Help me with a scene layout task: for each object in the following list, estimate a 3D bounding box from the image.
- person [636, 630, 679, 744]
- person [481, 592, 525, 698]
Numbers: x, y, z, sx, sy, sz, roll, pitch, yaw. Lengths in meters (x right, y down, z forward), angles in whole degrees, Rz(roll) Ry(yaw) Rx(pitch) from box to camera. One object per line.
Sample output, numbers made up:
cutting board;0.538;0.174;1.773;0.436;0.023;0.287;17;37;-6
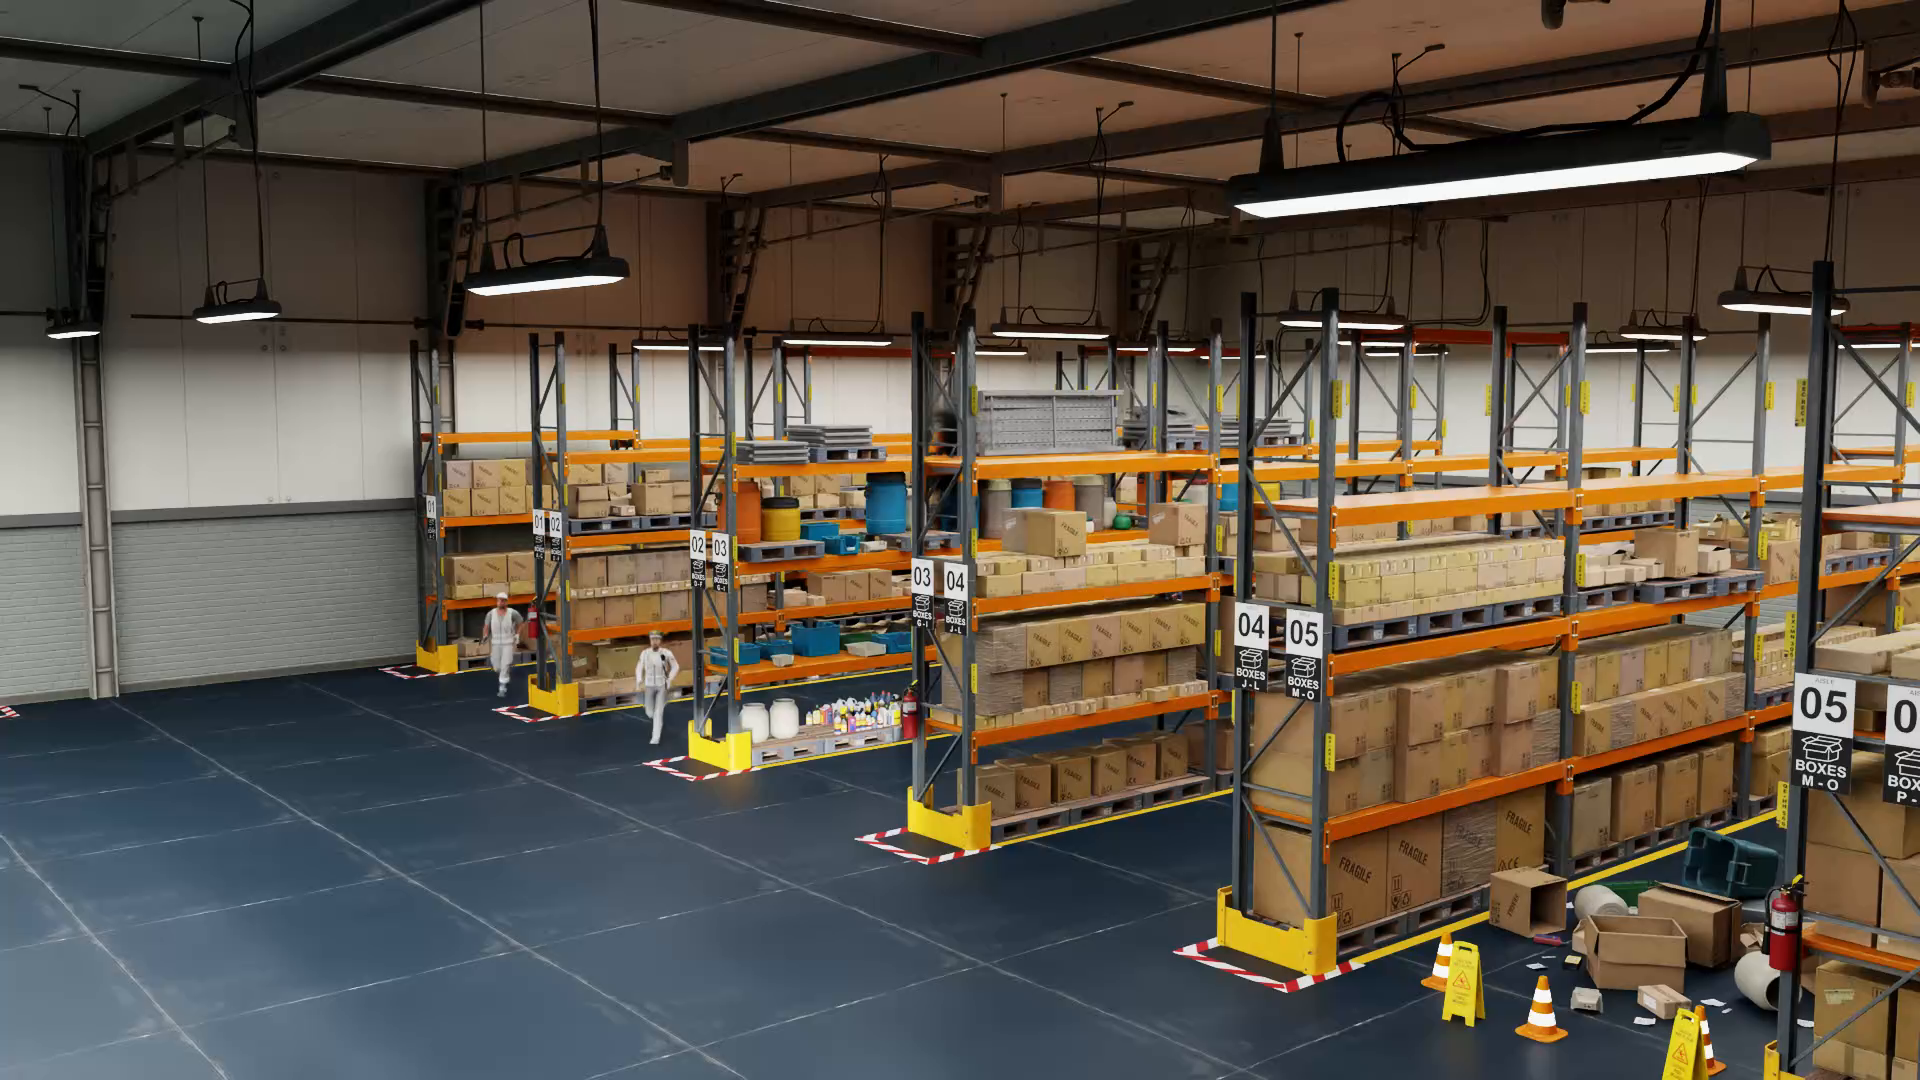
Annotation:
person;-4.403;2.112;24.220;0.628;1.651;0.659;0;5;1
person;-7.625;1.730;27.839;0.665;1.740;0.750;0;5;0
